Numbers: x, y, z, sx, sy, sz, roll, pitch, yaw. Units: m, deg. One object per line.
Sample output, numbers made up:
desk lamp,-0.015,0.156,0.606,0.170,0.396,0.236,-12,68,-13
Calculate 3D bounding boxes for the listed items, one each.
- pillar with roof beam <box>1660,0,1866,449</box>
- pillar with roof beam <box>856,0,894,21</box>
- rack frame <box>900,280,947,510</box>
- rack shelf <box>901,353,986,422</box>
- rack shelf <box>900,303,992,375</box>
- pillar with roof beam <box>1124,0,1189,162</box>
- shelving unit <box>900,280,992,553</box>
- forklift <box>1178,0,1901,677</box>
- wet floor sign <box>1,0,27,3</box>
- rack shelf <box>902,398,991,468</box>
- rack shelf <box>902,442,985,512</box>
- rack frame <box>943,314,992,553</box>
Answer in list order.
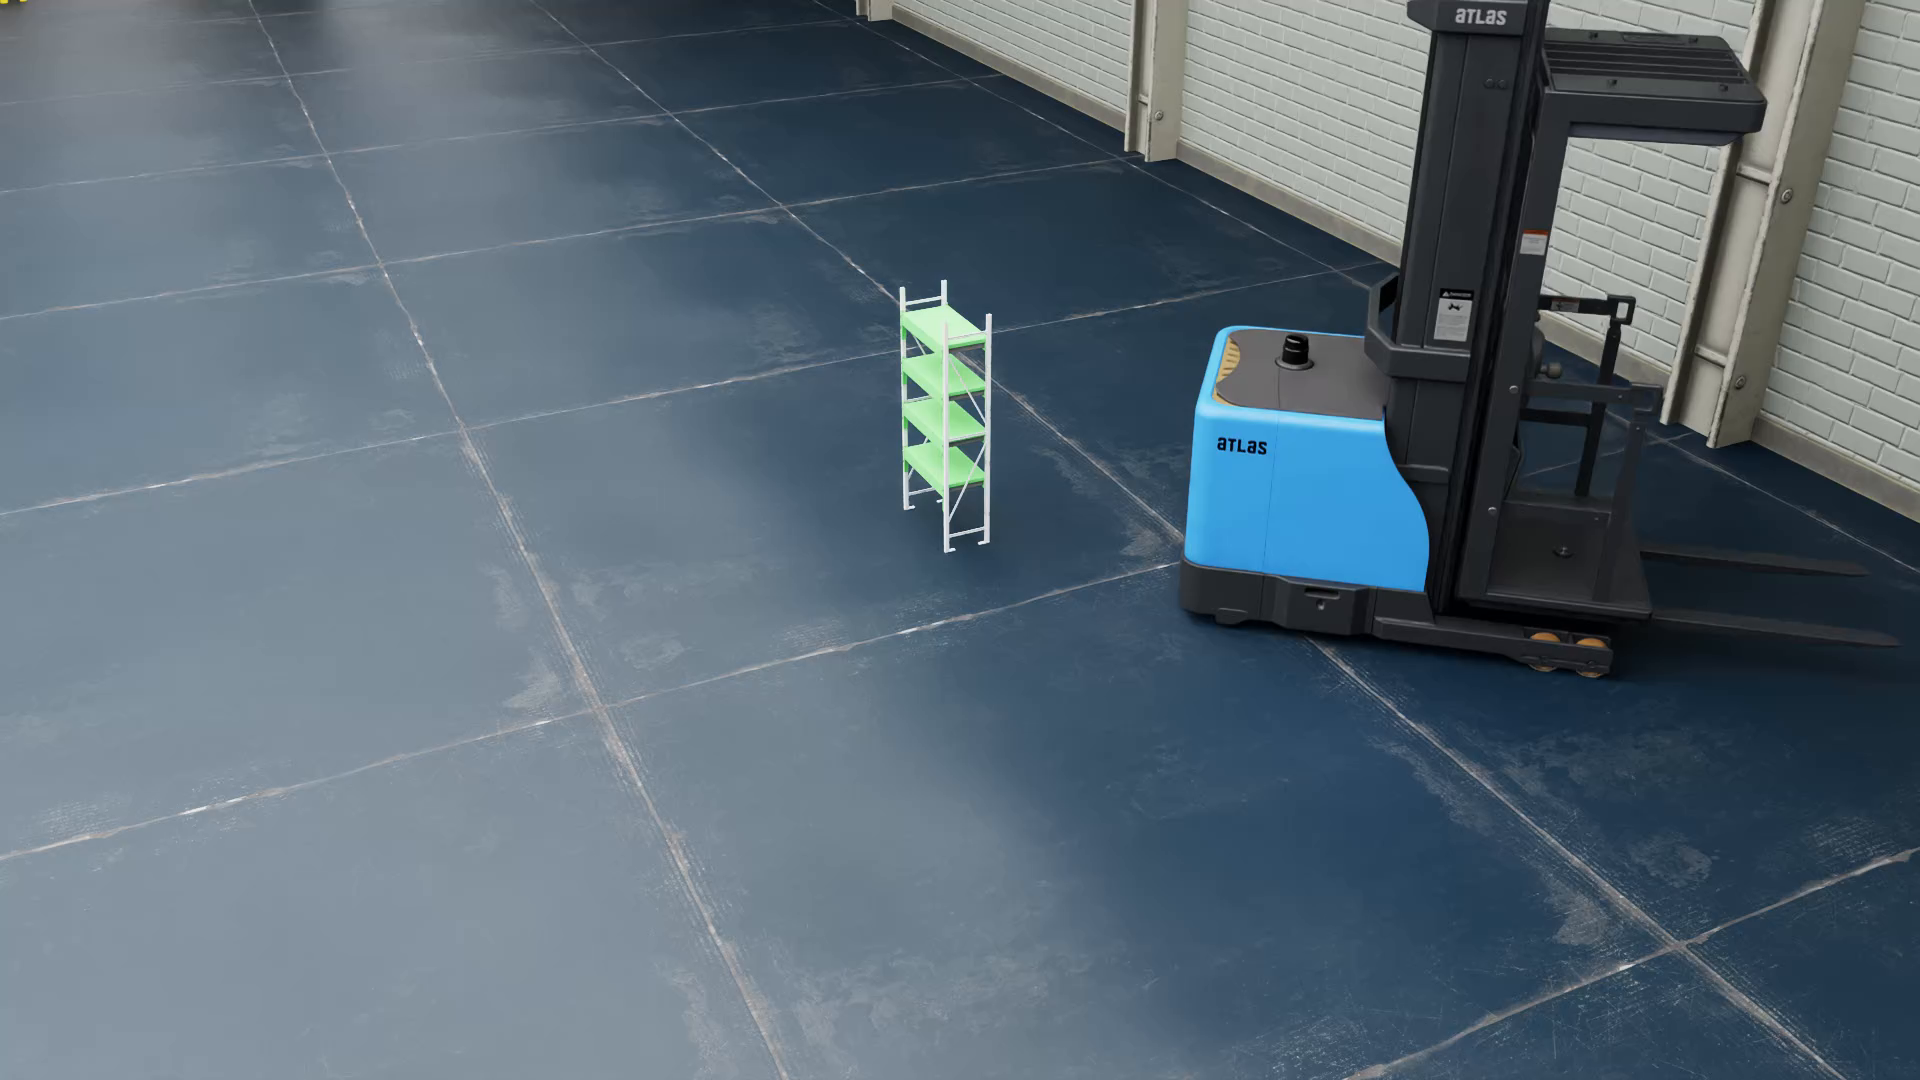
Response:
pillar with roof beam,0.309,-3.642,5.544,9.100,9.000,0.400,-13,32,-22
pillar with roof beam,-4.843,-8.943,14.997,9.100,9.000,0.400,-13,32,-22
rack frame,-0.176,-0.704,8.279,0.240,1.200,0.015,-13,32,-22
rack shelf,-0.071,-0.750,8.001,0.258,0.148,0.480,-13,32,-22
rack shelf,-0.071,-0.959,7.883,0.258,0.148,0.480,-13,32,-22
pillar with roof beam,-2.267,-6.292,10.271,9.100,9.000,0.400,-13,32,-22
shelving unit,-0.071,-0.596,8.087,0.258,1.200,0.503,-13,32,-22
forklift,2.572,-0.972,6.987,3.031,2.935,1.130,7,30,12
wet floor sign,-11.154,-6.632,19.417,0.267,0.644,0.232,-19,35,-30
rack shelf,-0.071,-0.541,8.118,0.258,0.148,0.480,-13,32,-22
rack shelf,-0.071,-0.331,8.236,0.258,0.148,0.480,-13,32,-22
rack frame,0.034,-0.489,7.895,0.240,1.200,0.015,-13,32,-22
